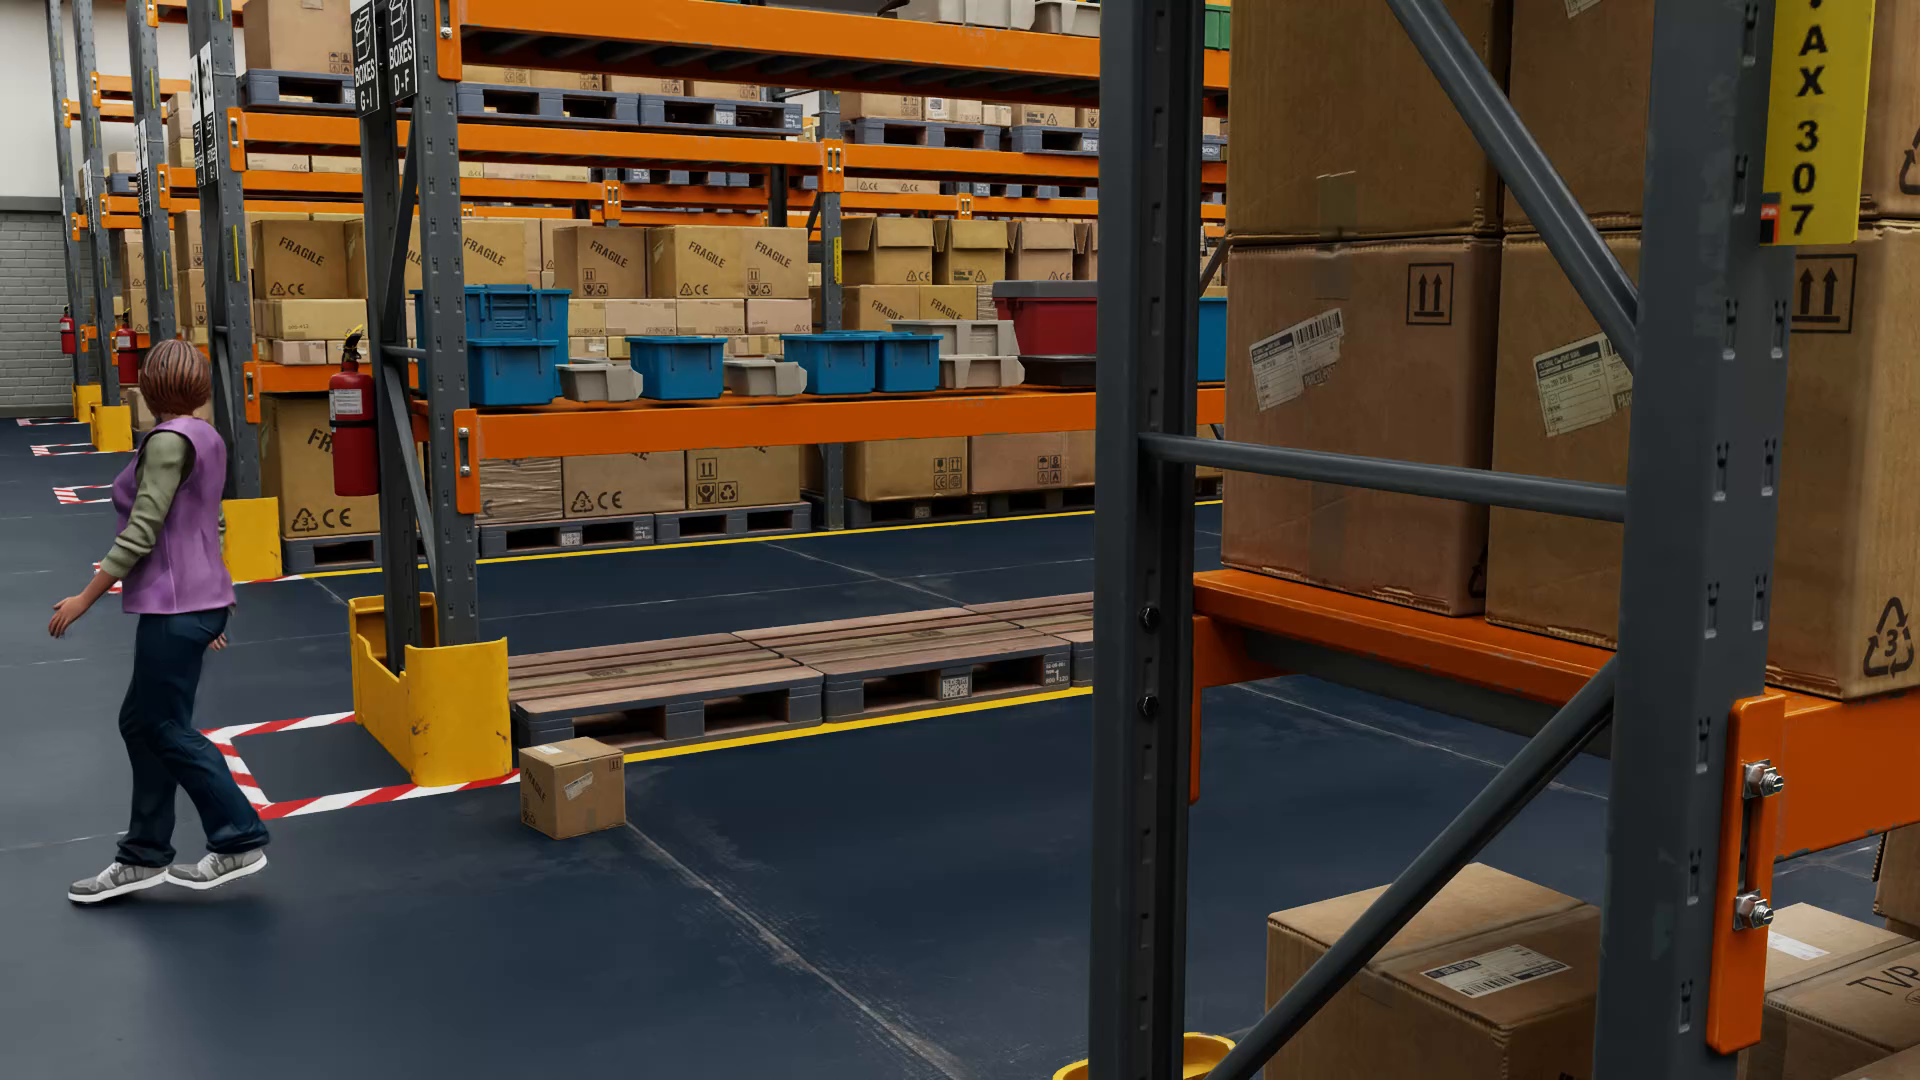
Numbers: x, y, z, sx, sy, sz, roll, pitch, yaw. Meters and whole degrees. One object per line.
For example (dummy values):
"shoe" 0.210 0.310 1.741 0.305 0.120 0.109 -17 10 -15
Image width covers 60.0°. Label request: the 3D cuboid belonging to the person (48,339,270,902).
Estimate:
"person" -2.311 0.232 4.804 0.550 1.588 0.446 -2 9 -14
